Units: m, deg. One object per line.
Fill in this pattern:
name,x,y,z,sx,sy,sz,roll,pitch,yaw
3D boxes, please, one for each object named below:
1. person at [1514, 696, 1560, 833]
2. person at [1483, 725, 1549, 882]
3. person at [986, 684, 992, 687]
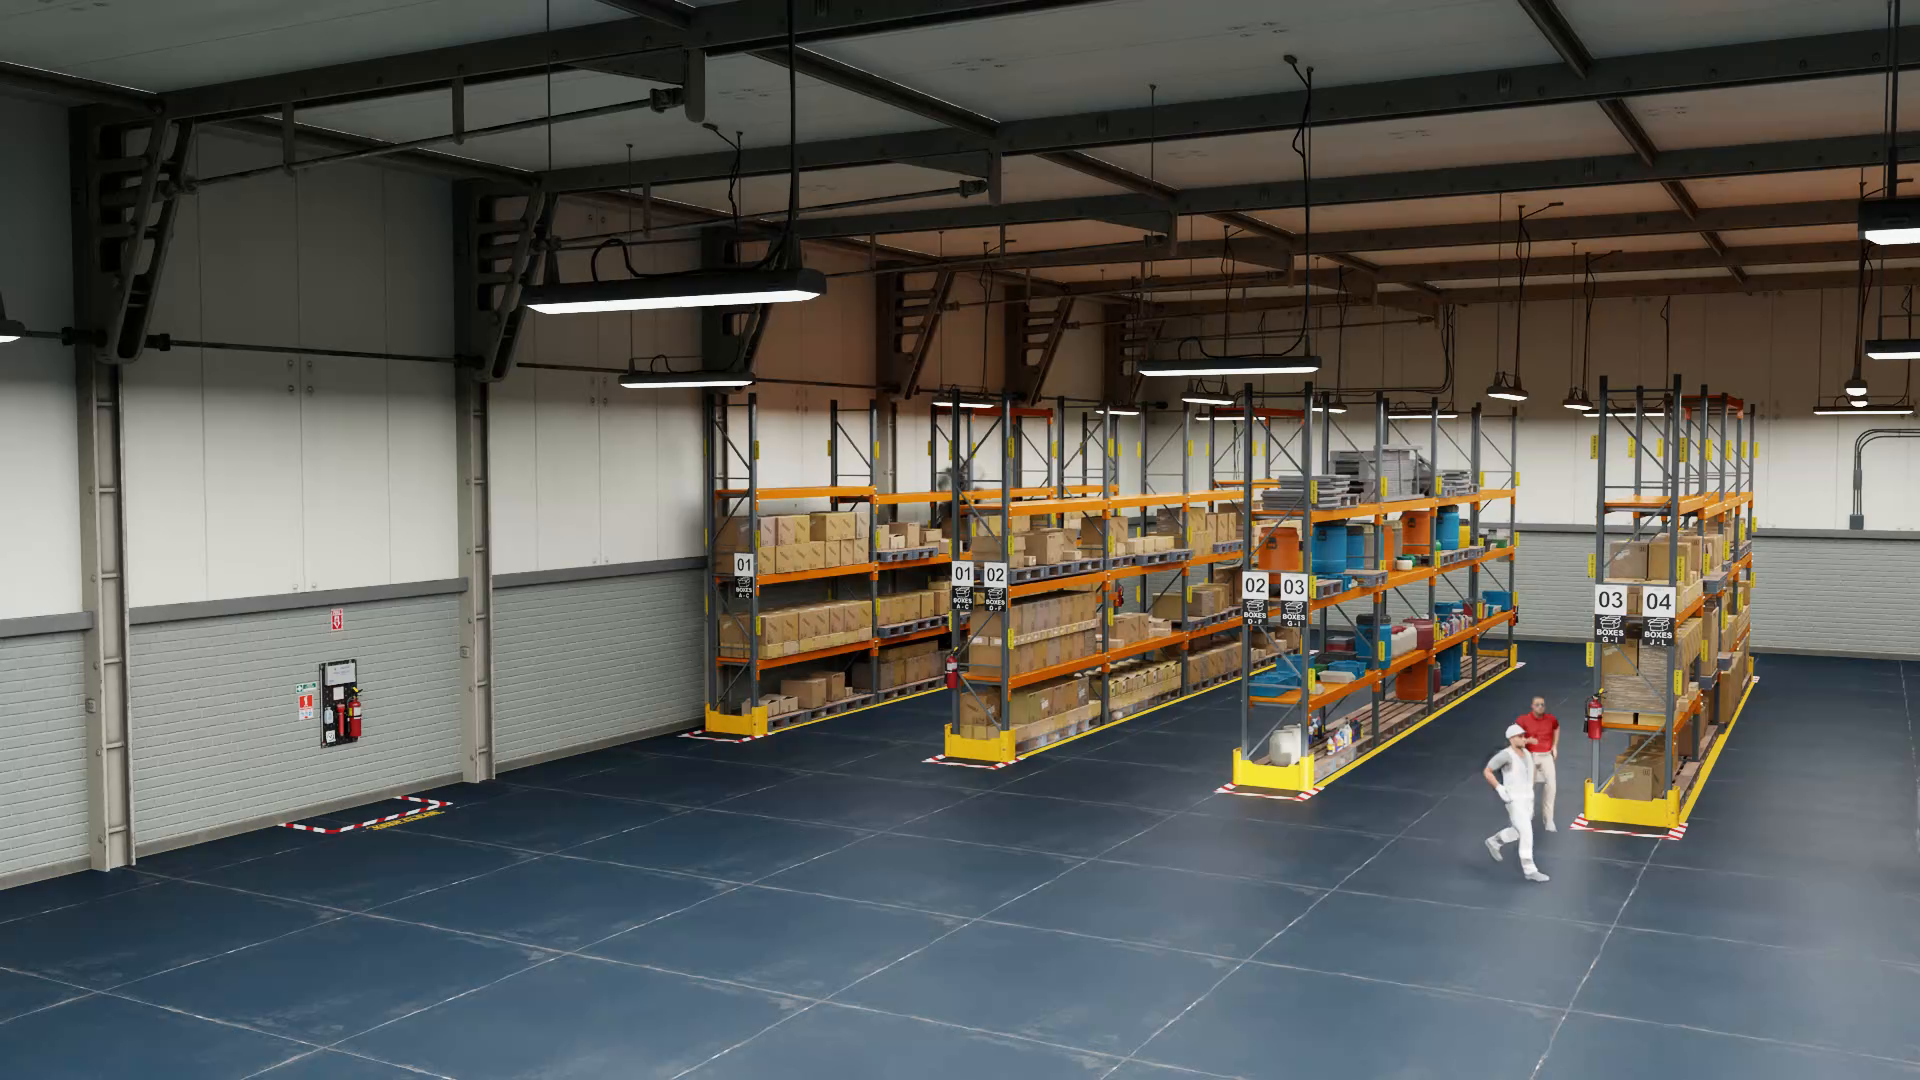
person,7.683,2.954,22.190,0.691,1.769,0.911,0,3,6
person,6.524,3.050,19.506,0.667,1.767,0.963,-2,4,-35
person,0.630,2.441,31.686,0.604,1.663,0.900,1,3,21
